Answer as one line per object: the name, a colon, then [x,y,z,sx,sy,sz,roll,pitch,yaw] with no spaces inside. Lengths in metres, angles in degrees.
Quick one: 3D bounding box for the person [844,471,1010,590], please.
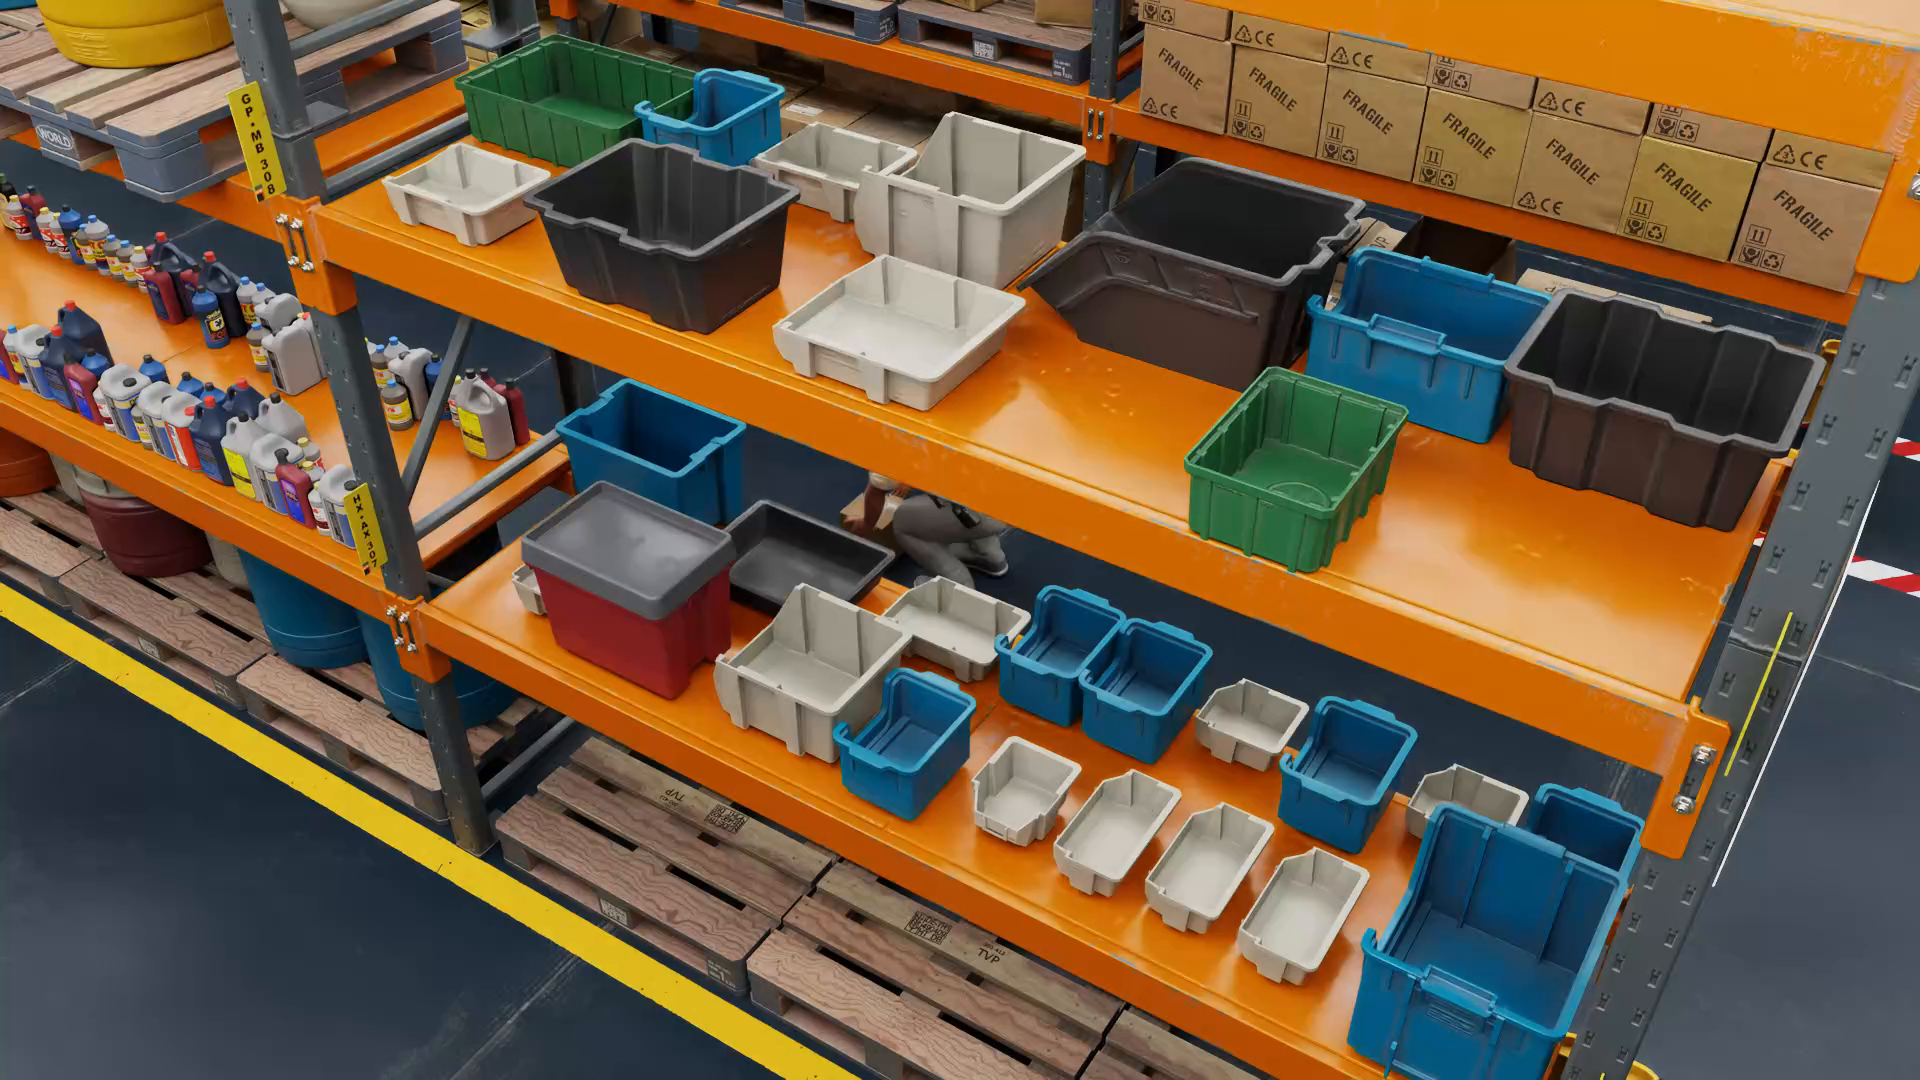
person: [-0.110,-0.259,7.536,0.929,1.099,0.575,21,43,25]
